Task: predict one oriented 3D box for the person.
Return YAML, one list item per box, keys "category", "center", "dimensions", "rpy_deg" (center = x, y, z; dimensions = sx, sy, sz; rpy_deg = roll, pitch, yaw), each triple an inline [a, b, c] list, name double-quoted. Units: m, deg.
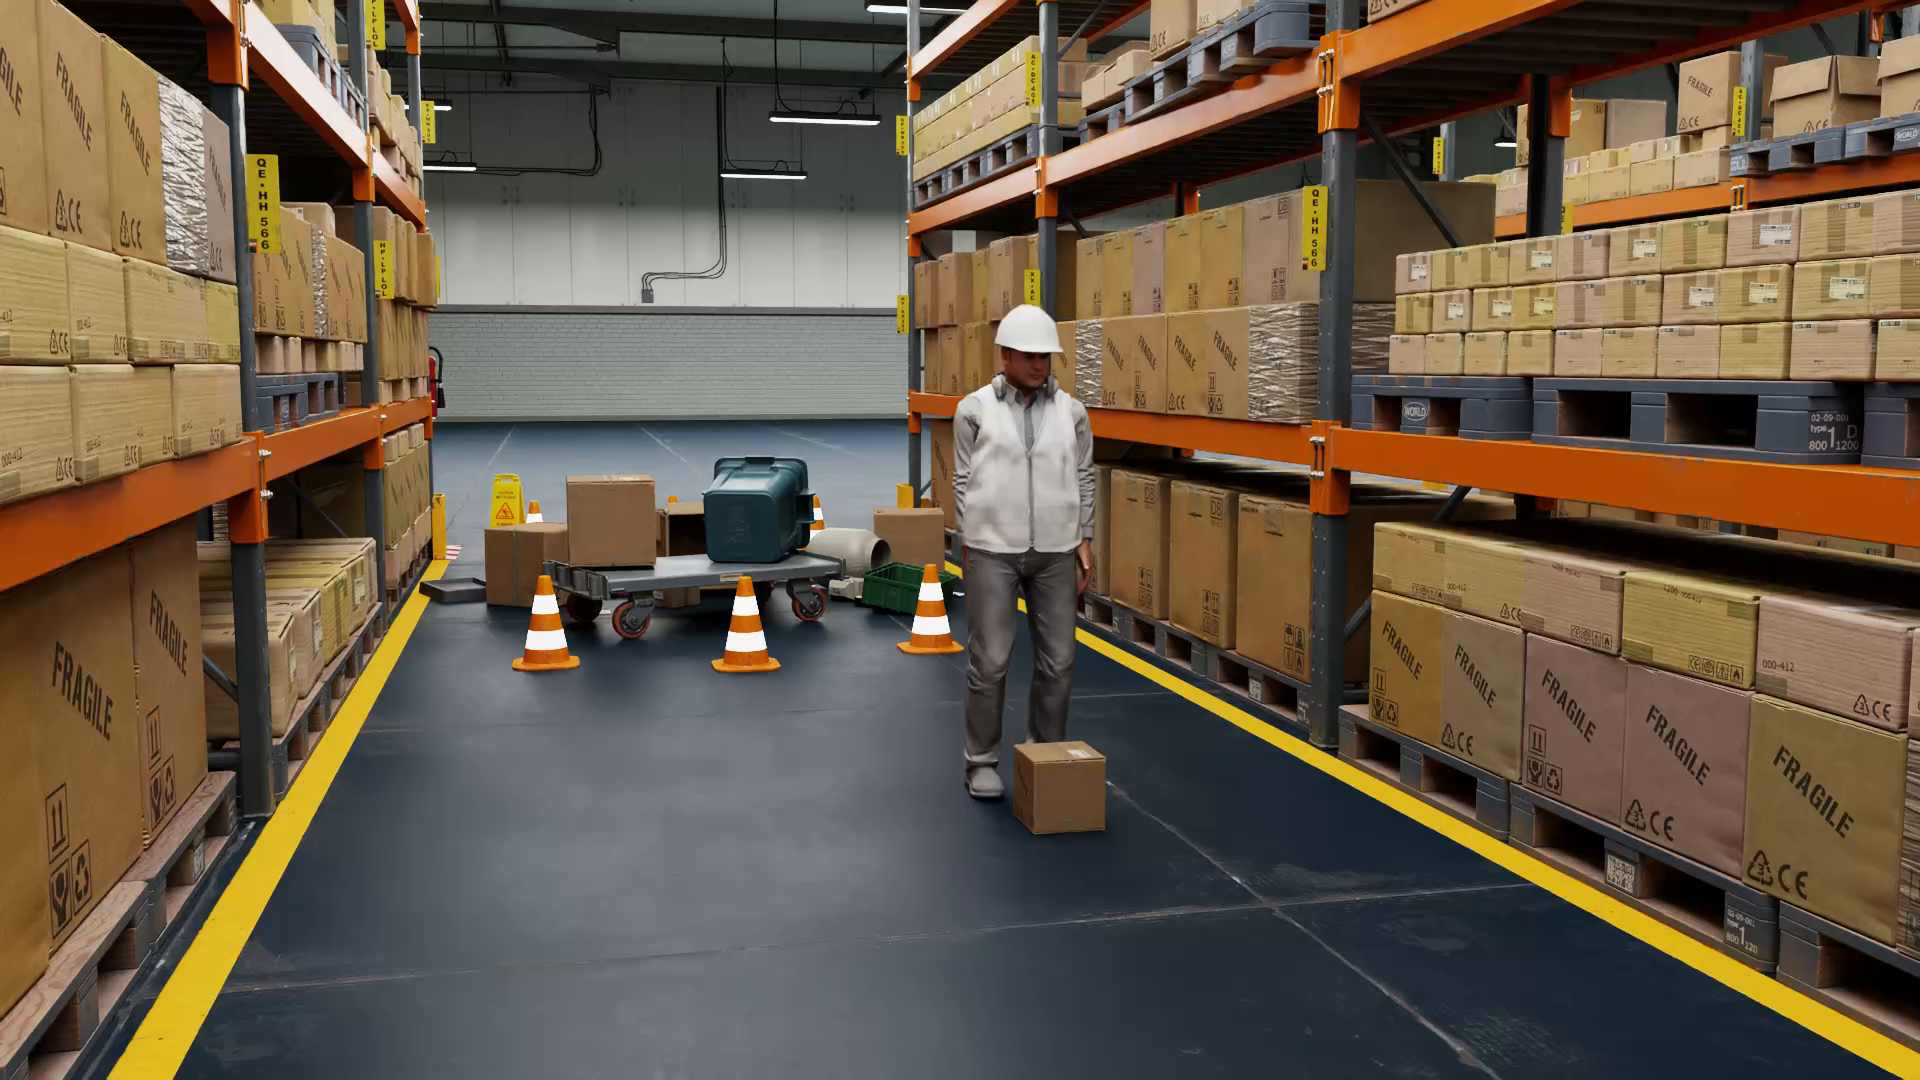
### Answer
- category: "person"
  center: [0.238, 0.038, 6.022]
  dimensions: [0.534, 1.764, 0.357]
  rpy_deg: [-1, 6, -13]
